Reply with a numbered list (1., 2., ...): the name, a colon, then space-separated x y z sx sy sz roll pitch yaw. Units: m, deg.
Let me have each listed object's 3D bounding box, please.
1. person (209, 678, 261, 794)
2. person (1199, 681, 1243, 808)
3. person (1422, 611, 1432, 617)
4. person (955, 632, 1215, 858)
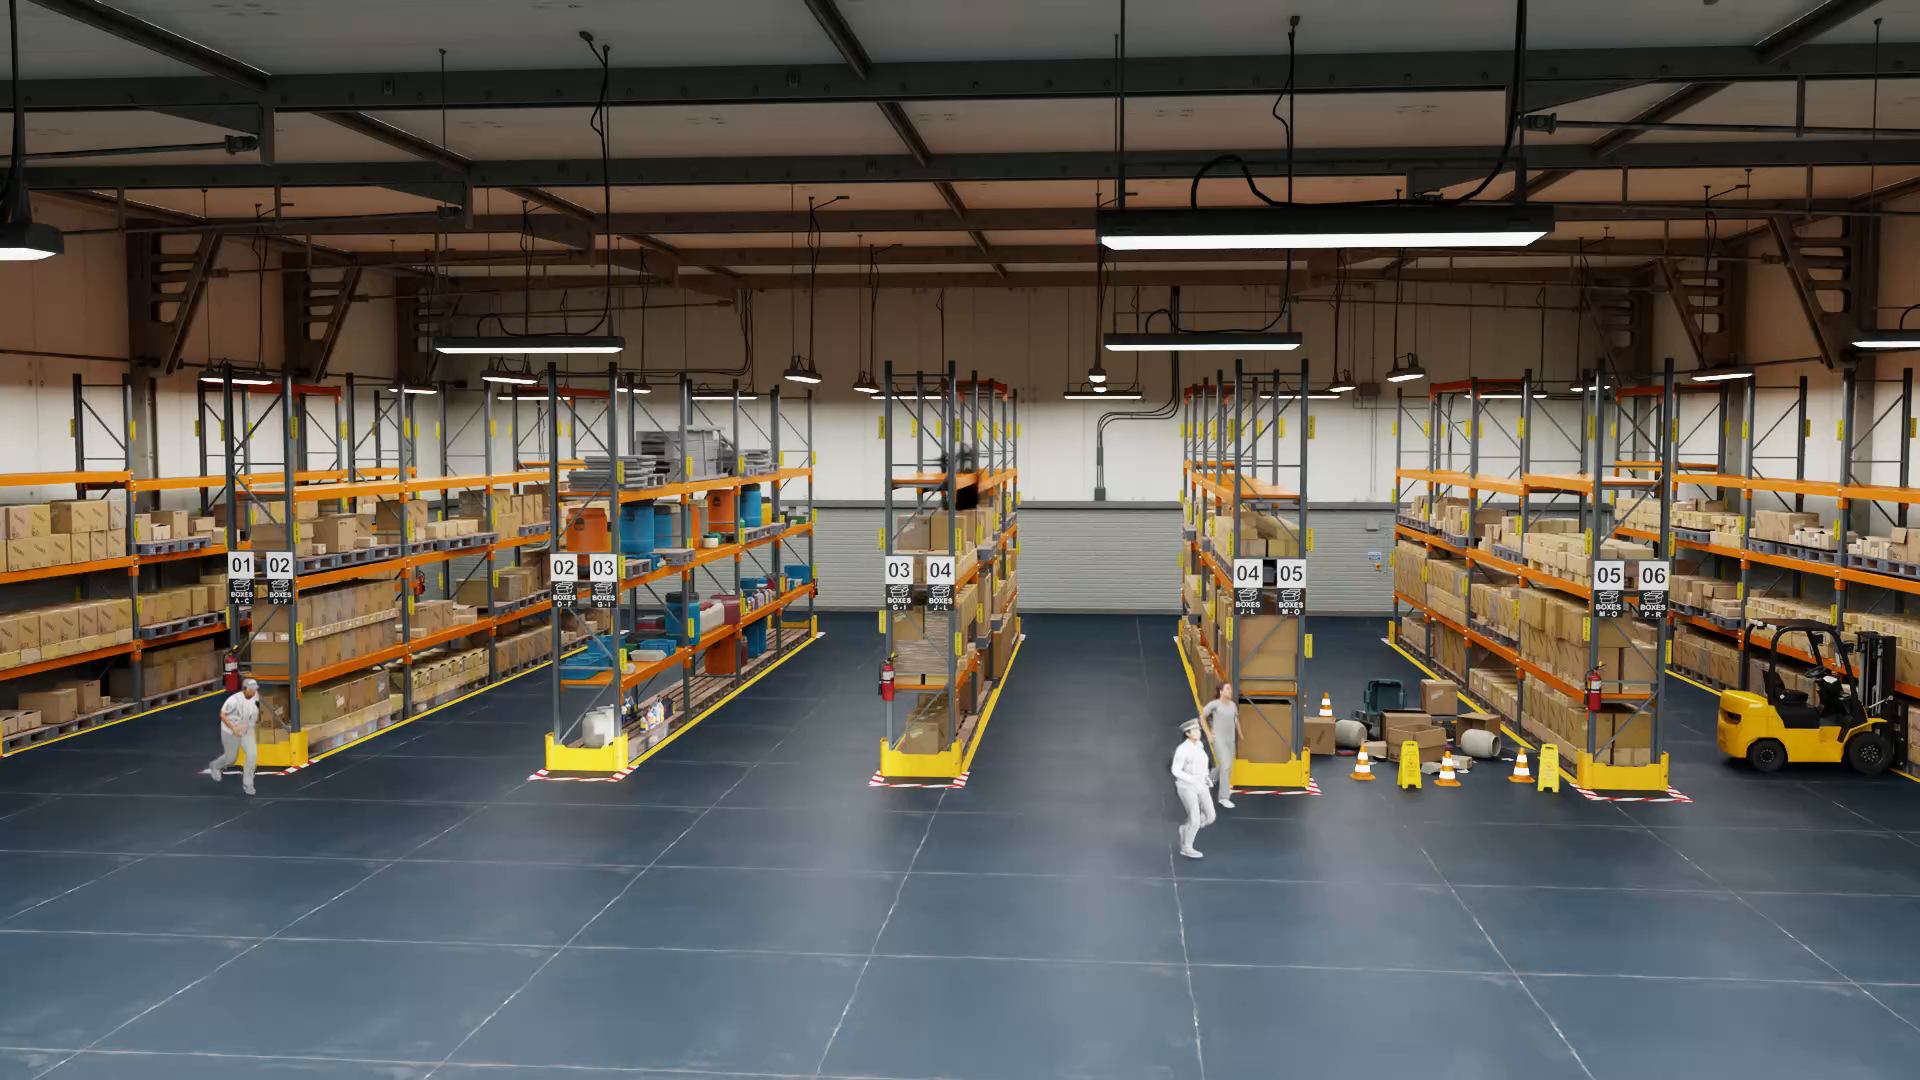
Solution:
1. person: -10.072 2.713 23.141 0.996 1.636 0.625 2 4 26
2. person: 3.539 2.721 22.394 0.604 1.651 0.719 -2 4 -31
3. person: 11.394 1.657 40.467 0.711 1.381 0.504 -4 5 -44
4. person: 1.339 2.537 21.580 1.594 2.084 5.553 -4 5 -44
